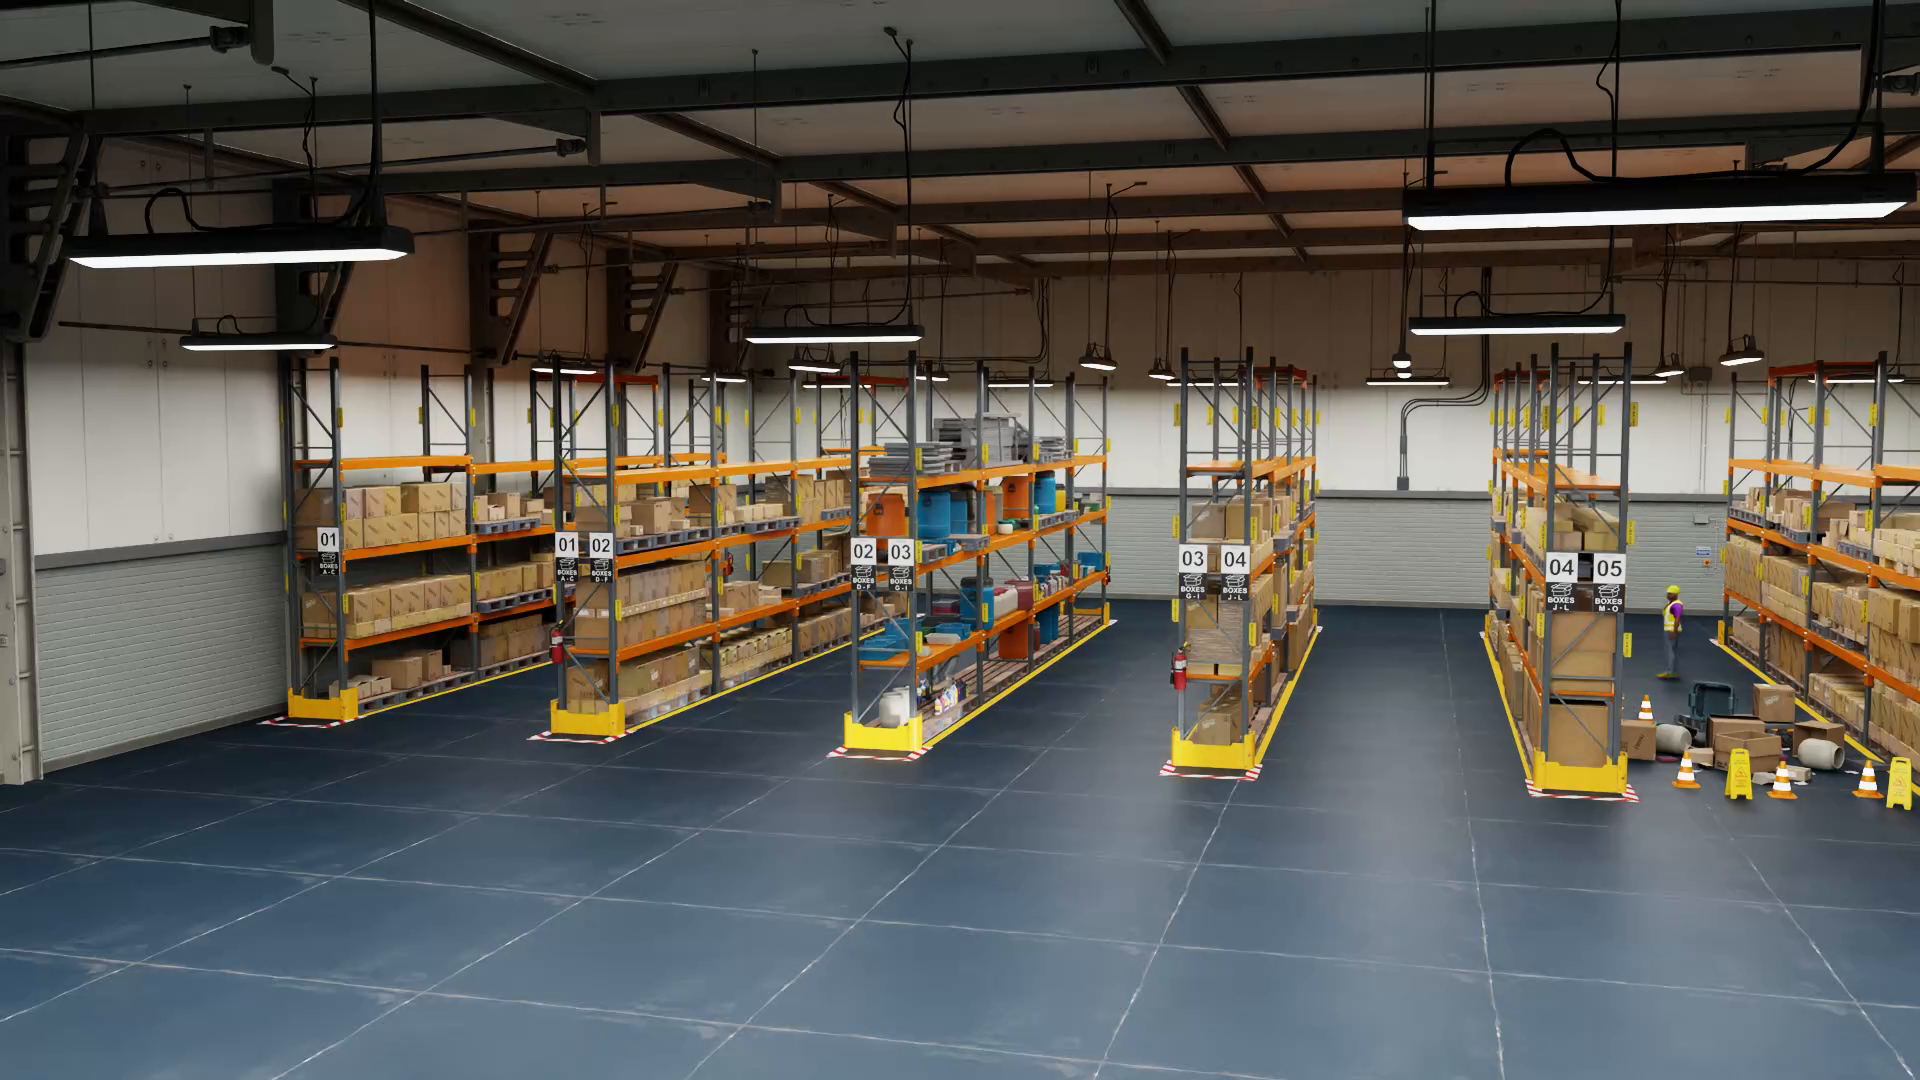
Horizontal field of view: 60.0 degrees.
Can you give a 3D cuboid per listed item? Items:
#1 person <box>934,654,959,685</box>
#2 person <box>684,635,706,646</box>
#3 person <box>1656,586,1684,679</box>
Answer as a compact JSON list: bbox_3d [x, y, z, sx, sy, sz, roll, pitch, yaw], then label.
[{"bbox_3d":[-0.287,1.942,30.525,0.467,1.594,0.455,2,5,25],"label":"person"},{"bbox_3d":[-5.618,1.599,35.283,0.669,1.673,0.948,1,4,15],"label":"person"},{"bbox_3d":[13.737,1.770,32.122,0.438,1.768,0.628,3,5,32],"label":"person"}]
